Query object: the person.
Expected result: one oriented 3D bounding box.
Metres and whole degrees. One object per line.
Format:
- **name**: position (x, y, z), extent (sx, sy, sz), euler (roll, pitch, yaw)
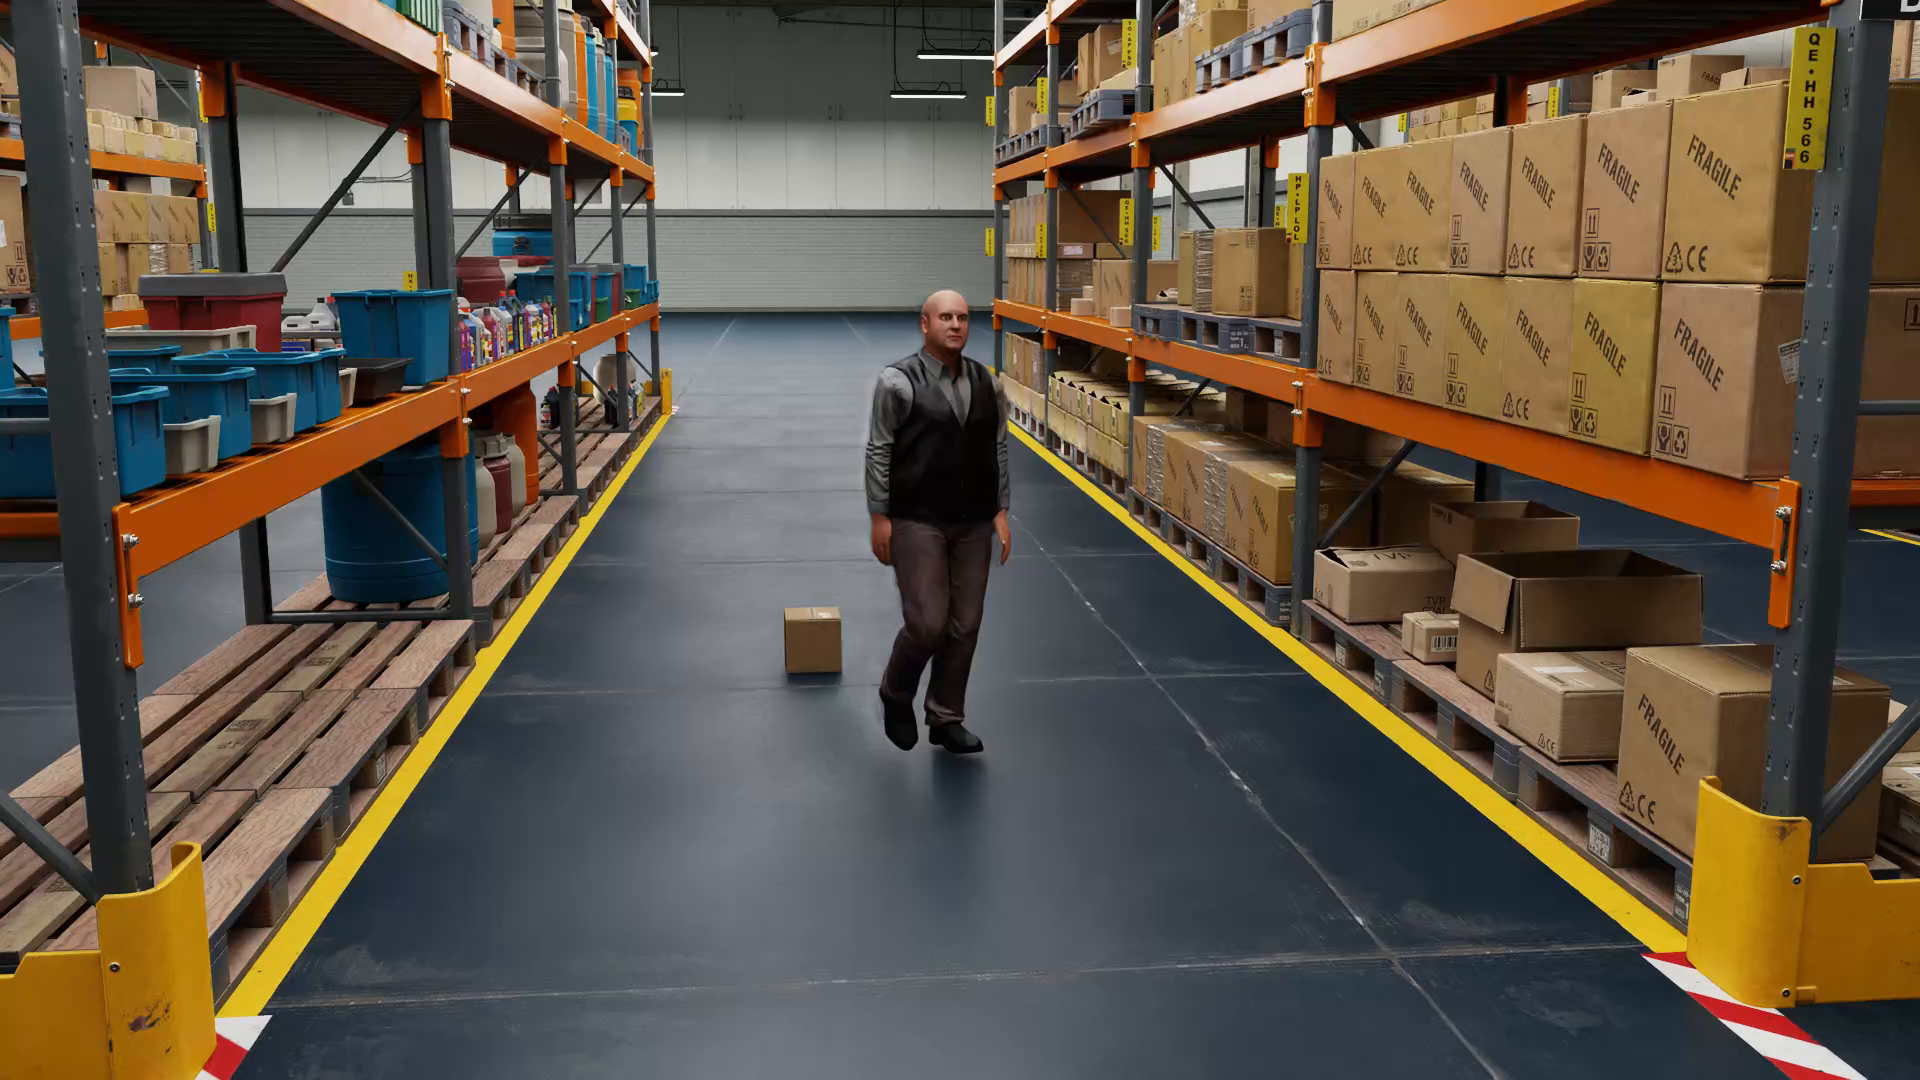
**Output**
- **person**: position (-0.070, -0.054, 6.146), extent (0.546, 1.719, 0.473), euler (-5, 11, -29)
